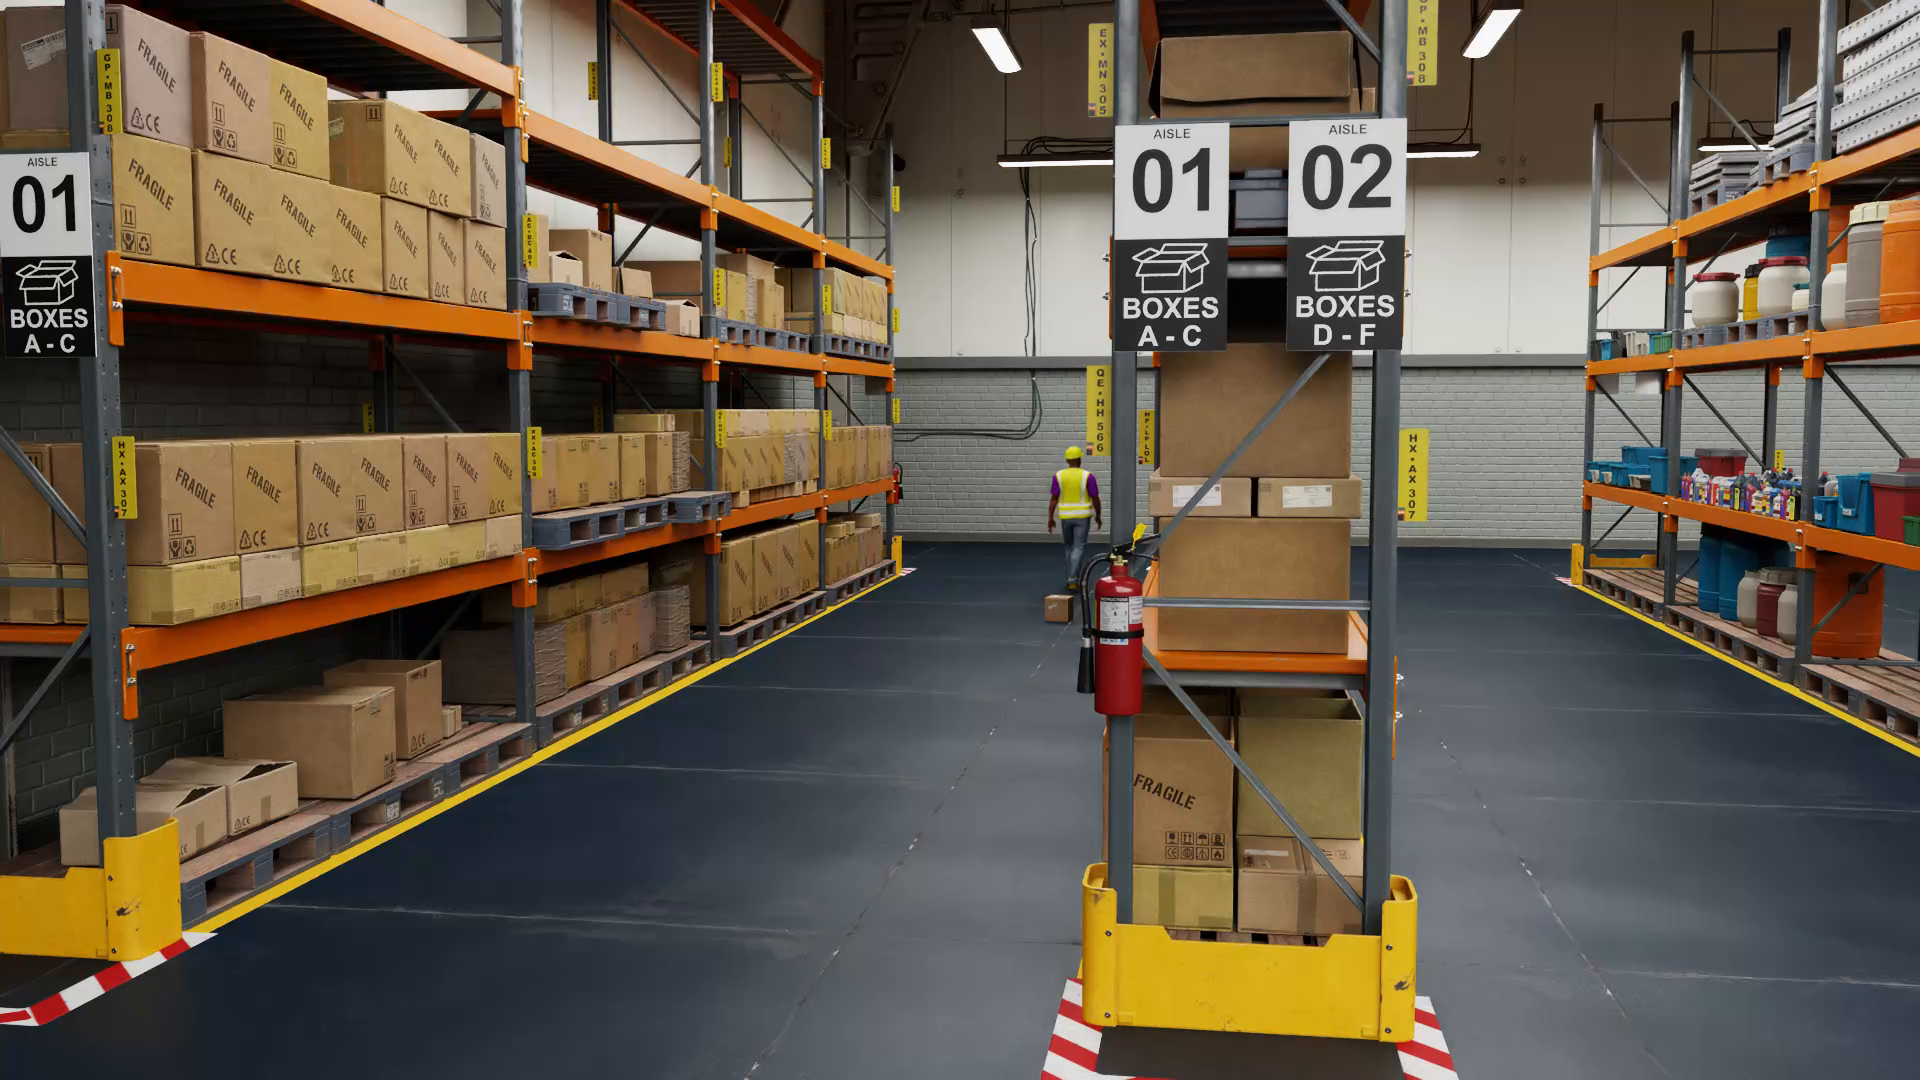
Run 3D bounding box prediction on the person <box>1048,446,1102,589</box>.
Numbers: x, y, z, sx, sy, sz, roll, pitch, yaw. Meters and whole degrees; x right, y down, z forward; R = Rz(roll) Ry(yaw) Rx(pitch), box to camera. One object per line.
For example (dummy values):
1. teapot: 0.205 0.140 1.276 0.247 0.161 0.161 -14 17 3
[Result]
1. person: 1.440 -0.267 20.396 0.611 1.765 0.861 2 5 22
